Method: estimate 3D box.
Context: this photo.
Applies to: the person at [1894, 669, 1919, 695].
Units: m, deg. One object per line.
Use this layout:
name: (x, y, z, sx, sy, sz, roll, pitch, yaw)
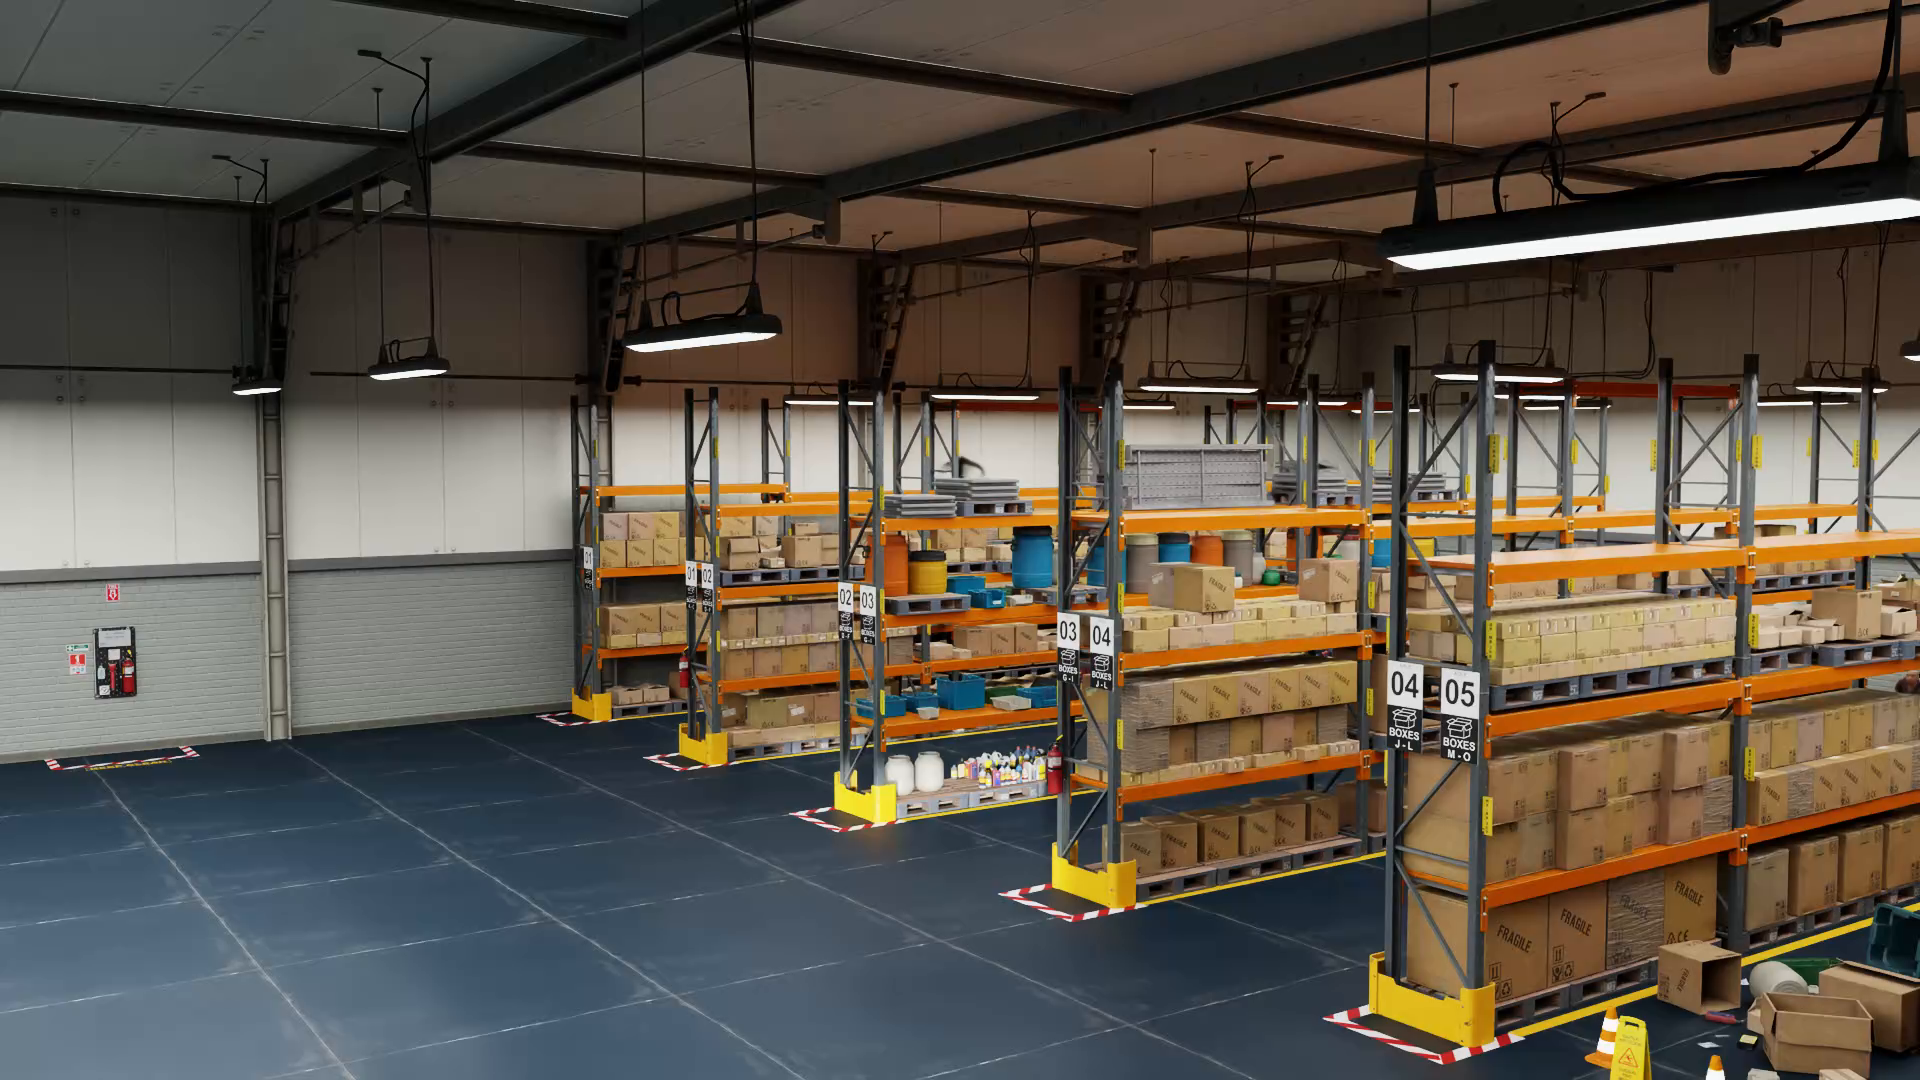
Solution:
person: (15.079, 2.782, 26.119, 0.837, 1.634, 0.736, -3, 4, -40)
